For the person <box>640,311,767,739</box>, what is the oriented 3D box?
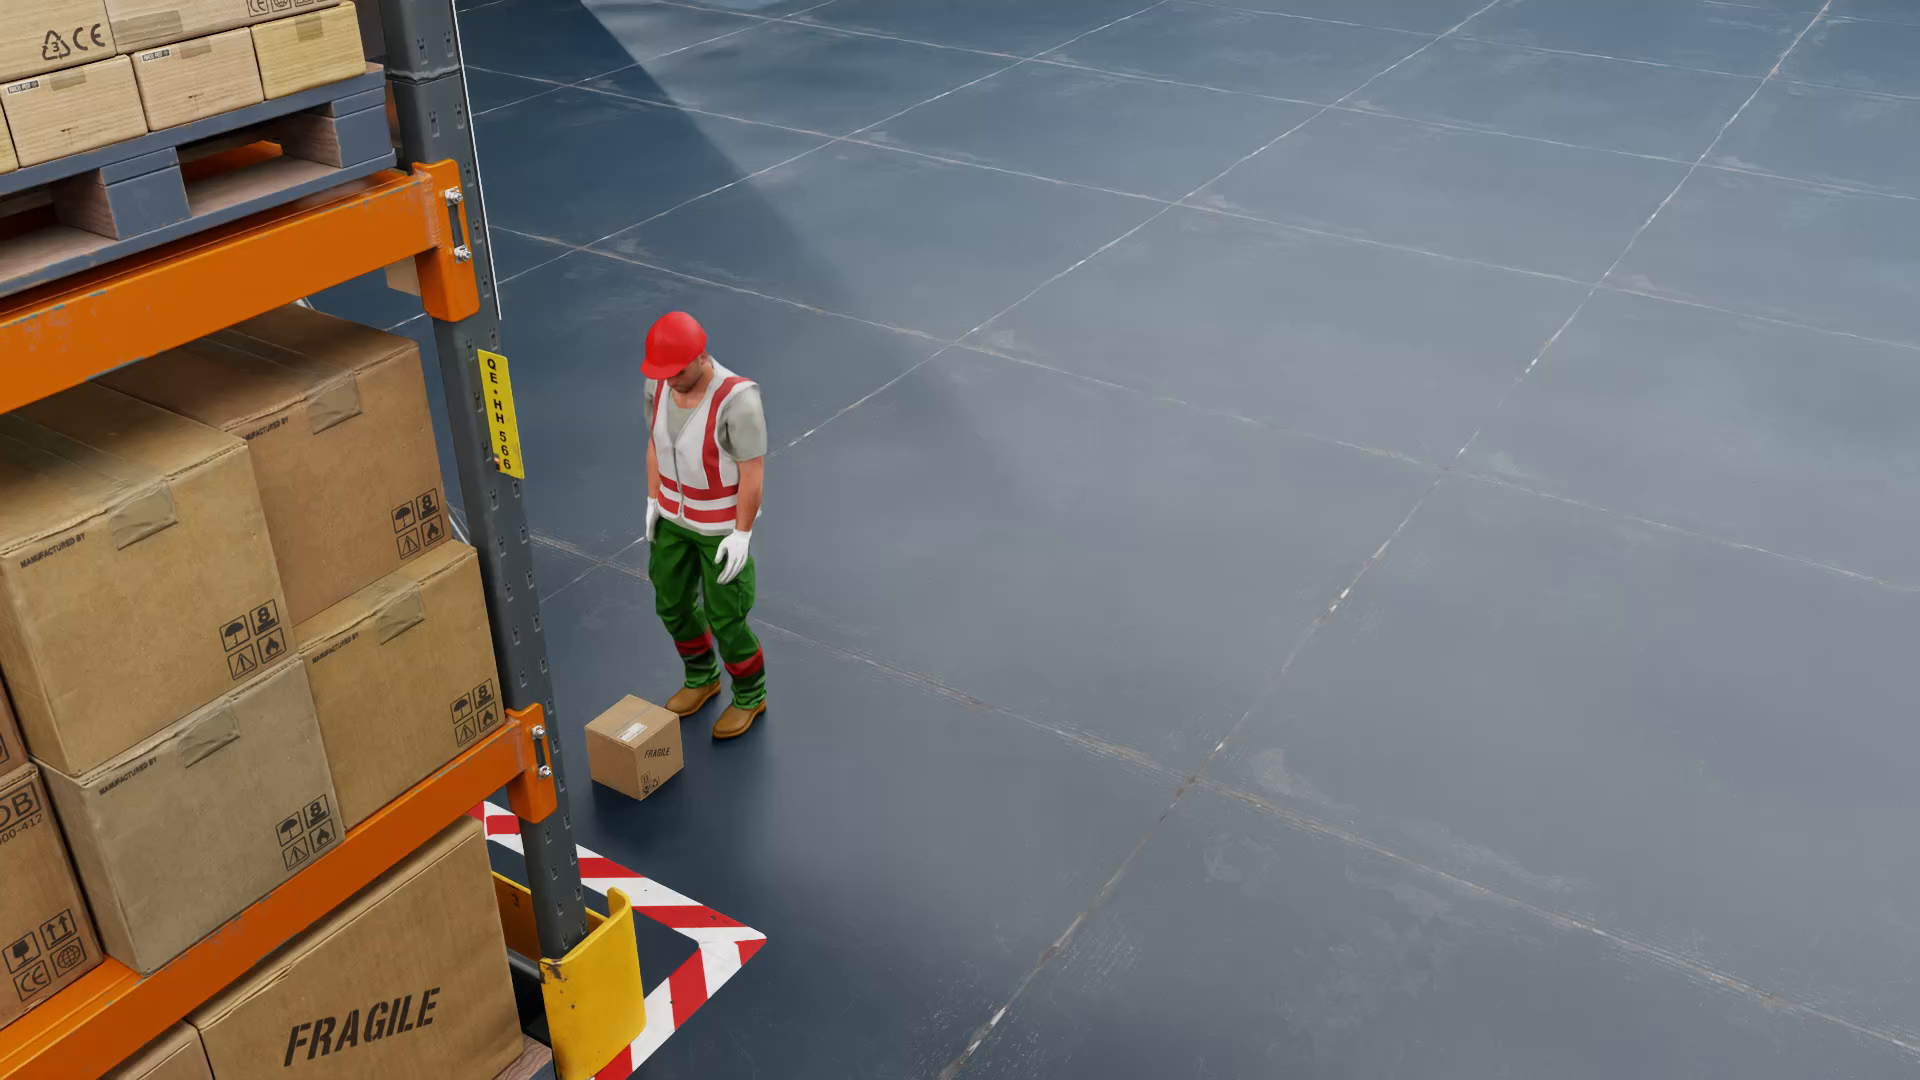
[{"bbox_3d":[-0.958,-0.053,6.237,0.538,1.751,0.427,18,35,29],"label":"person"}]
